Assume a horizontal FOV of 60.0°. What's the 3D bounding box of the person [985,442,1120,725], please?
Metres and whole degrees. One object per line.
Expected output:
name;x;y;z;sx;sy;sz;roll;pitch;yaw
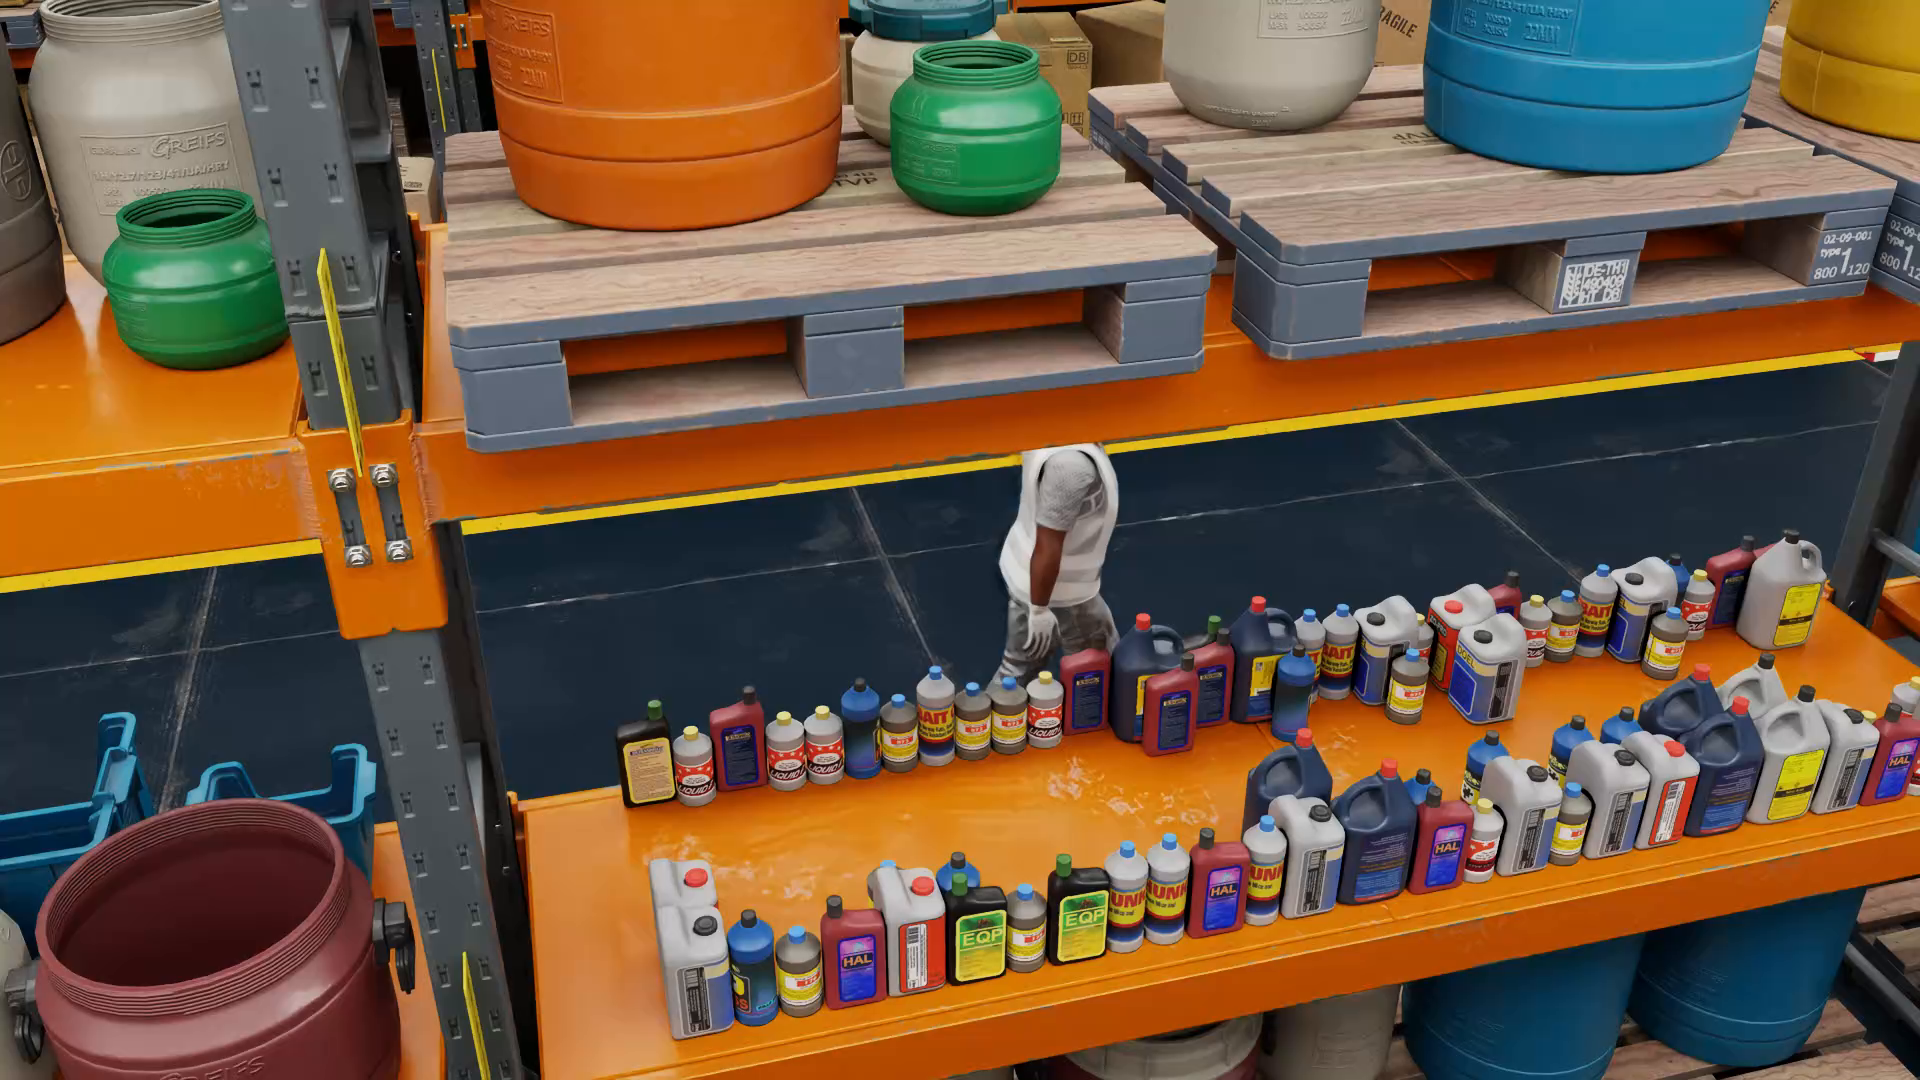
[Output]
person;0.311;0.154;5.839;0.537;1.794;0.592;-5;30;-9
